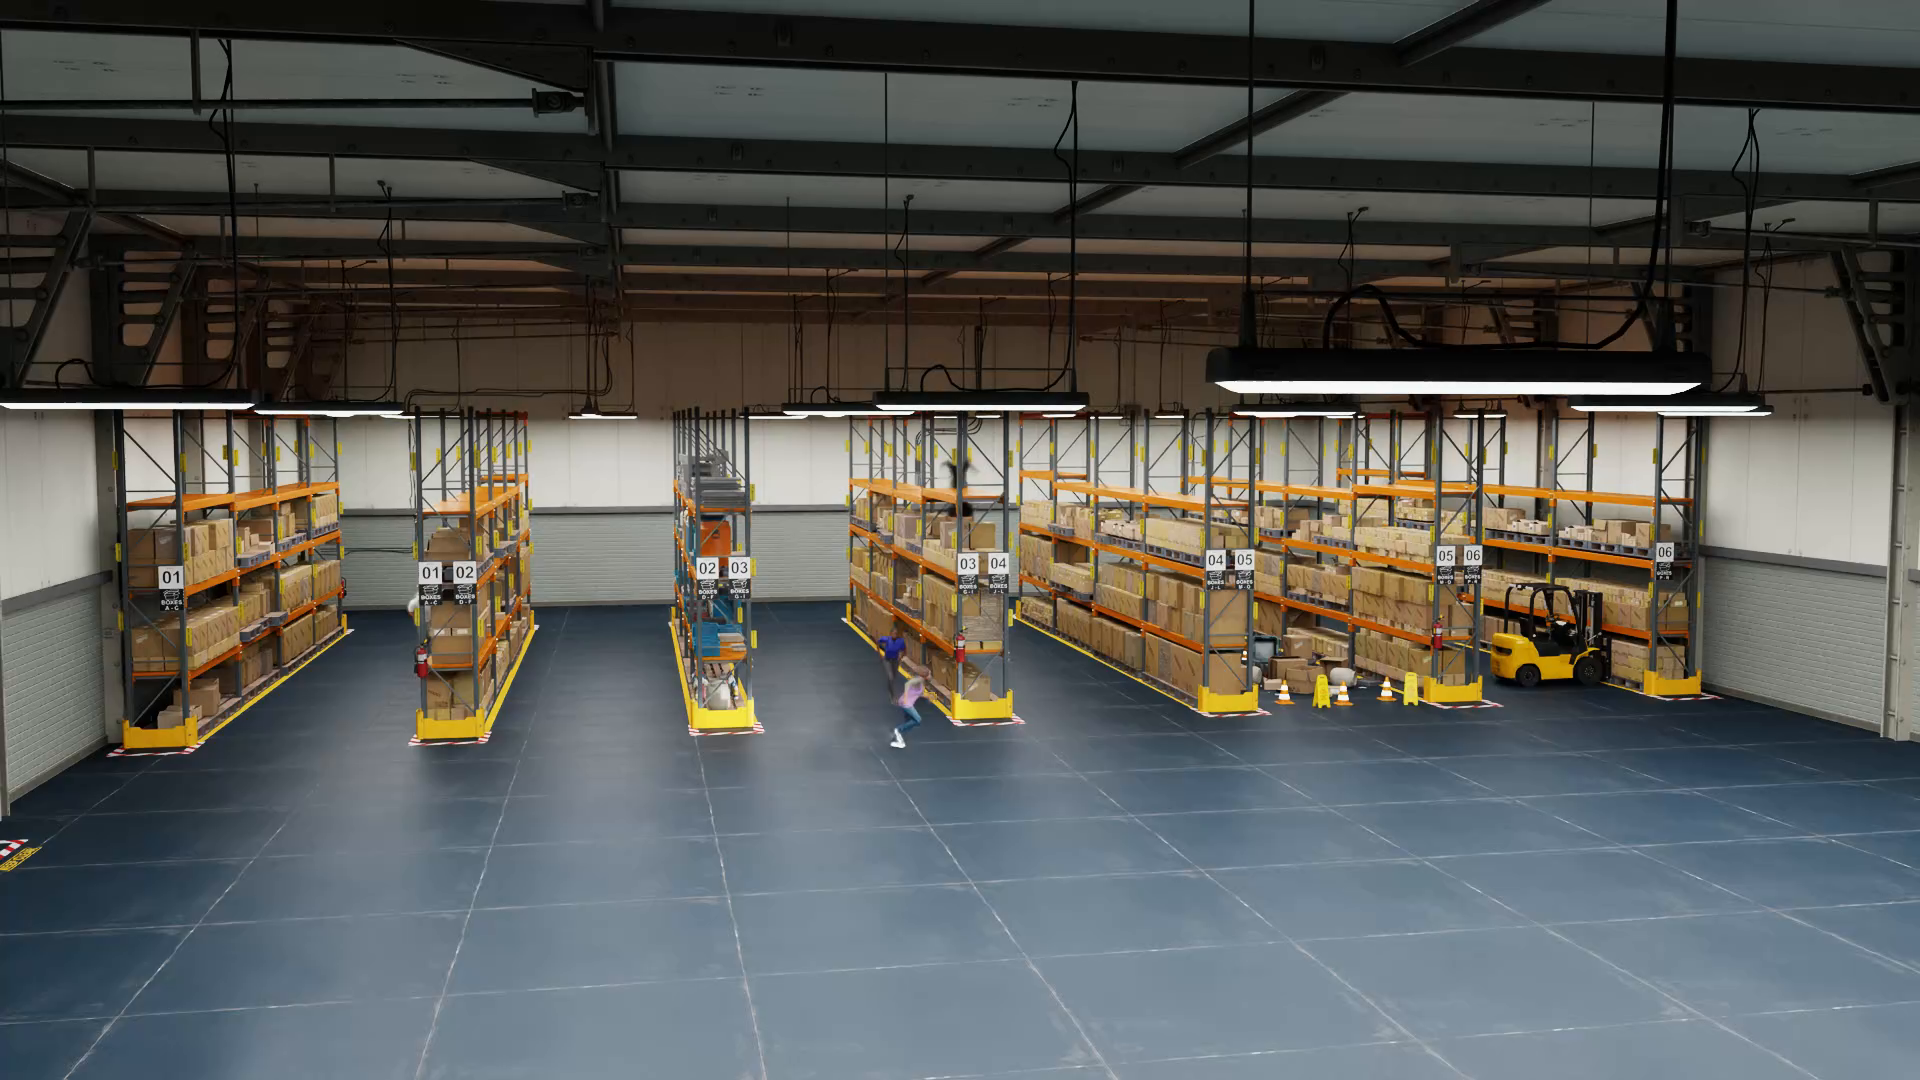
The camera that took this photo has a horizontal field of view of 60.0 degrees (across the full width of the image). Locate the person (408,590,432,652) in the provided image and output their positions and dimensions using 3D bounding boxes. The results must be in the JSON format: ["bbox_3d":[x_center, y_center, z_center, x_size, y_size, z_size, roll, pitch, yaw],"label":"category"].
[{"bbox_3d":[-13.157,2.005,40.769,0.716,1.652,0.760,-2,4,-23],"label":"person"}]

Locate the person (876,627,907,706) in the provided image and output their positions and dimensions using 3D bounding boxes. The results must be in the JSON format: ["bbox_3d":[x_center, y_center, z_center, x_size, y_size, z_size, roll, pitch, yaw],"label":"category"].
[{"bbox_3d":[-1.419,2.550,33.961,0.602,1.622,0.928,-1,4,-10],"label":"person"}]

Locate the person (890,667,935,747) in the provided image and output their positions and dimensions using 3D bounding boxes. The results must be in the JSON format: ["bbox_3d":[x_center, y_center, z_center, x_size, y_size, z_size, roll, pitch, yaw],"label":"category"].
[{"bbox_3d":[-0.838,2.938,29.138,0.790,1.431,0.571,0,4,5],"label":"person"}]
